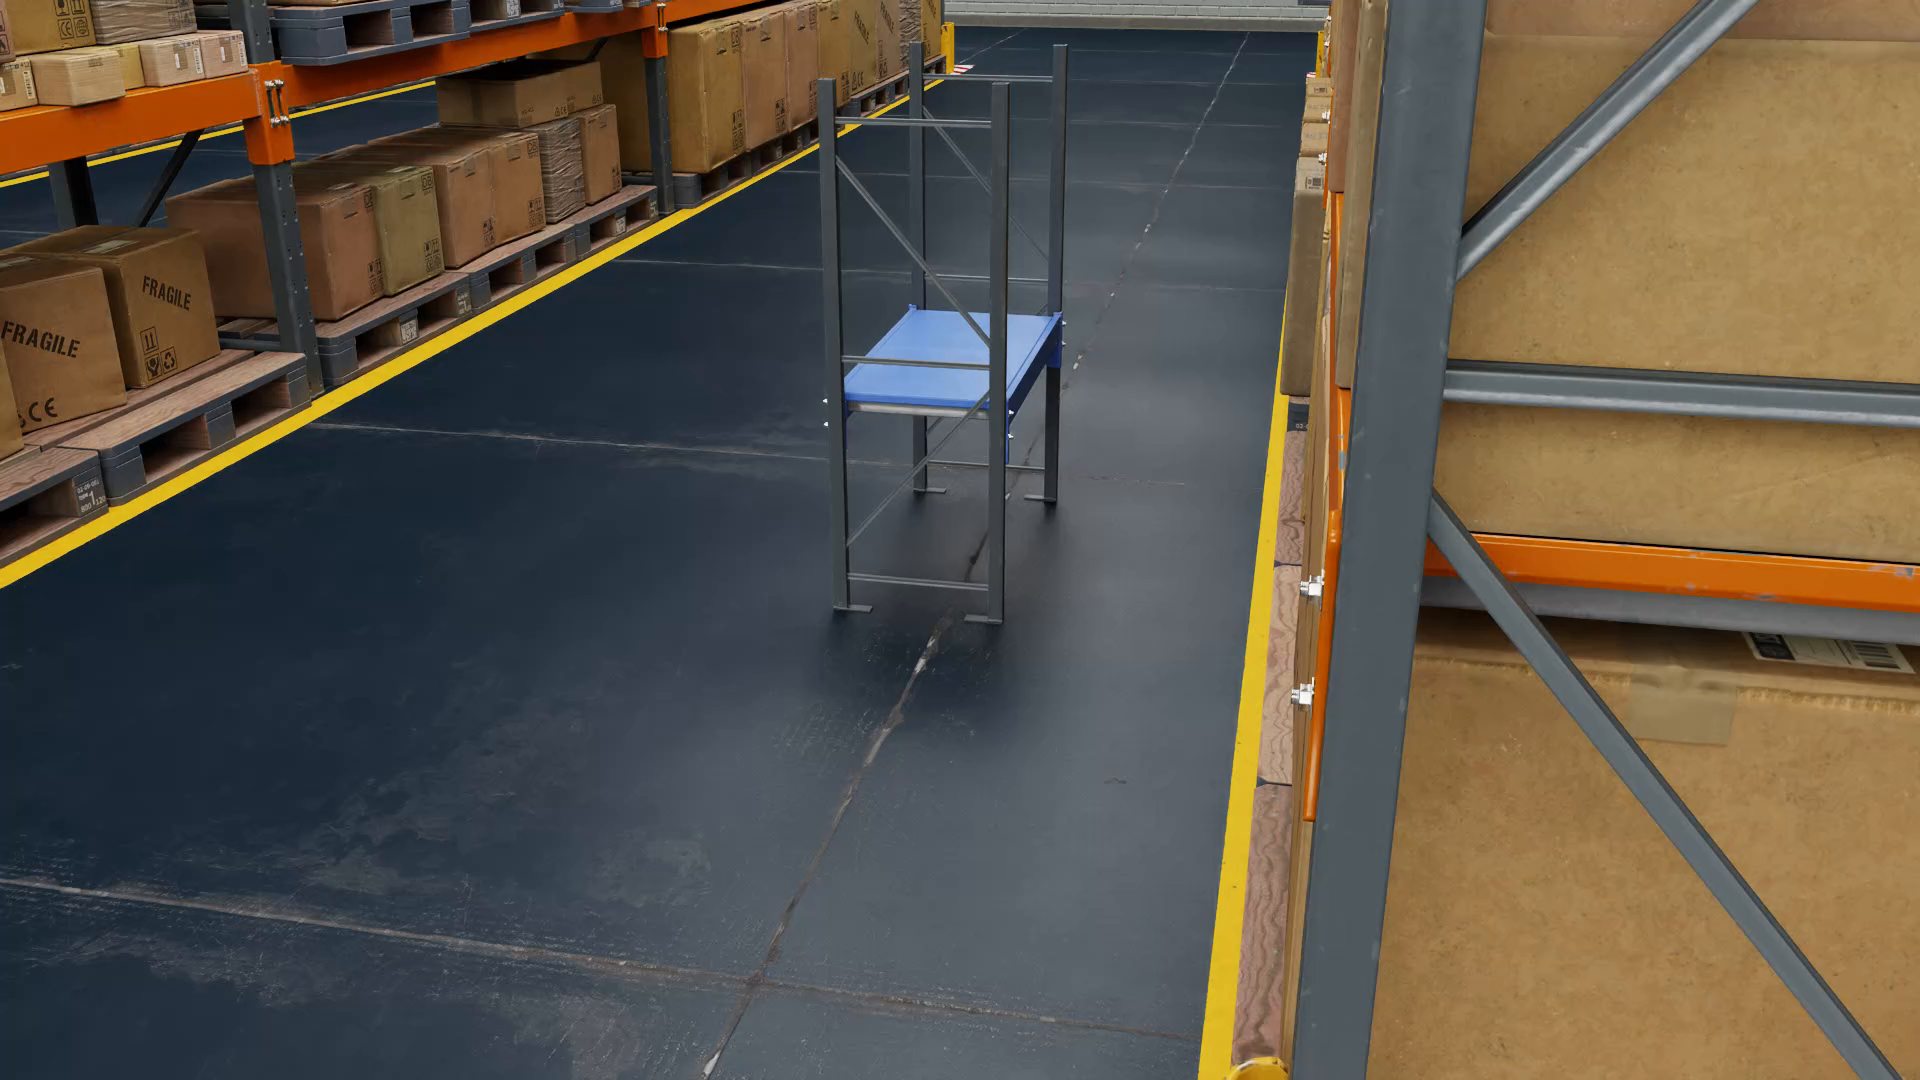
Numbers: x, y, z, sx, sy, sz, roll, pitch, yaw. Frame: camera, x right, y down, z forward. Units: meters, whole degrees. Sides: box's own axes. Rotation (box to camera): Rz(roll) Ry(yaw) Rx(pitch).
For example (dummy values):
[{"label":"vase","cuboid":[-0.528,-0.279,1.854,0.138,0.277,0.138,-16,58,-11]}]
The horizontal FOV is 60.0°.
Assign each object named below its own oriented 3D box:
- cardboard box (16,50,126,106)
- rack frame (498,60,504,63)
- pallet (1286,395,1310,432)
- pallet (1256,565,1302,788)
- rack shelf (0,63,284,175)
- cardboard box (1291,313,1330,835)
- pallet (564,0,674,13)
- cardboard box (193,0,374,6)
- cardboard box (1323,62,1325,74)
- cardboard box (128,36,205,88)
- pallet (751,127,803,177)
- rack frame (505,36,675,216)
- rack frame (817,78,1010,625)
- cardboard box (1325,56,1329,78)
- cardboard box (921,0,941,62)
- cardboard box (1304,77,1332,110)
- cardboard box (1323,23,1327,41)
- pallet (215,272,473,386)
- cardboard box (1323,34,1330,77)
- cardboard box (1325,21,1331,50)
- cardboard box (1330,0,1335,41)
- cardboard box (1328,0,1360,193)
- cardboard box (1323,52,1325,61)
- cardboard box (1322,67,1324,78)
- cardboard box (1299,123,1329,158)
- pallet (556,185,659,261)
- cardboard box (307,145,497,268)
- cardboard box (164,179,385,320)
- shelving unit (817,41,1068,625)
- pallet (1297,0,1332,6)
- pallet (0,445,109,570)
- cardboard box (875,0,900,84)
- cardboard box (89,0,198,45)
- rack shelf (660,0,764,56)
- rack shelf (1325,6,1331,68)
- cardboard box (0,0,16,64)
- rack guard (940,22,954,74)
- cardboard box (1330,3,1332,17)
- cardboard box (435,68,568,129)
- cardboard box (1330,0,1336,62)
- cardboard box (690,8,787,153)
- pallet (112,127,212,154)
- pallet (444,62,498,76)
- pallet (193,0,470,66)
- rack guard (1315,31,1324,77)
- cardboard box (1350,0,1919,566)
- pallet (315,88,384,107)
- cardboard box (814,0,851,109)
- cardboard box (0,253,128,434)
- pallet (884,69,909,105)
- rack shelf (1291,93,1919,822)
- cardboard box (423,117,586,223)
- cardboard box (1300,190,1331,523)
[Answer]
[{"label":"cardboard box","cuboid":[-2.981,-1.512,5.428,0.380,0.149,0.250,4,22,11]},{"label":"rack frame","cuboid":[-5.513,-6.773,18.155,1.000,3.000,0.127,4,22,11]},{"label":"pallet","cuboid":[1.806,-0.586,6.526,1.003,0.211,1.213,4,22,11]},{"label":"pallet","cuboid":[1.244,0.422,4.024,1.003,0.211,1.213,4,22,11]},{"label":"rack shelf","cuboid":[-3.521,-0.942,4.639,1.077,0.370,4.000,4,22,11]},{"label":"cardboard box","cuboid":[1.157,0.087,3.404,0.875,0.875,0.875,4,22,10]},{"label":"pallet","cuboid":[-2.338,-3.112,9.322,1.213,0.211,1.003,4,22,11]},{"label":"cardboard box","cuboid":[-2.813,-2.760,6.825,1.000,1.000,1.000,5,22,11]},{"label":"cardboard box","cuboid":[2.944,-3.303,12.323,0.500,0.500,0.500,5,23,13]},{"label":"cardboard box","cuboid":[-2.929,-1.698,5.892,0.380,0.149,0.250,4,22,11]},{"label":"pallet","cuboid":[-1.811,-2.904,12.280,1.003,0.211,1.213,4,22,11]},{"label":"rack frame","cuboid":[-2.296,-3.470,9.953,1.000,3.000,0.127,4,22,11]},{"label":"rack frame","cuboid":[-0.121,-0.479,4.534,0.500,1.500,0.032,4,22,11]},{"label":"cardboard box","cuboid":[2.422,-2.708,9.842,0.500,0.250,0.500,4,22,10]},{"label":"cardboard box","cuboid":[-0.716,-5.364,16.940,0.875,0.875,0.875,4,22,11]},{"label":"cardboard box","cuboid":[2.326,-1.990,8.729,1.050,0.750,0.750,4,22,10]},{"label":"cardboard box","cuboid":[3.616,-4.771,15.641,0.380,0.149,0.250,4,22,11]},{"label":"pallet","cuboid":[-2.955,-0.998,7.549,1.003,0.211,1.213,4,22,11]},{"label":"cardboard box","cuboid":[2.731,-3.269,11.236,0.500,0.250,0.500,5,23,13]},{"label":"cardboard box","cuboid":[2.945,-3.650,12.182,0.500,0.250,0.500,3,22,9]},{"label":"cardboard box","cuboid":[1.875,-2.405,7.175,0.500,0.500,0.500,4,22,10]},{"label":"cardboard box","cuboid":[1.343,-1.134,3.953,0.875,0.550,0.550,4,22,11]},{"label":"cardboard box","cuboid":[3.580,-4.541,15.469,0.380,0.149,0.250,5,23,13]},{"label":"cardboard box","cuboid":[3.151,-3.767,13.548,0.380,0.149,0.250,3,22,8]},{"label":"cardboard box","cuboid":[1.962,-1.329,7.088,1.050,0.750,0.750,4,22,11]},{"label":"pallet","cuboid":[-2.457,-1.890,9.765,1.003,0.211,1.213,4,22,11]},{"label":"cardboard box","cuboid":[-2.737,-1.652,8.197,0.700,0.500,0.500,3,22,6]},{"label":"cardboard box","cuboid":[-2.966,-1.274,7.259,0.700,0.500,0.500,3,22,7]},{"label":"shelving unit","cuboid":[-0.017,-0.664,4.996,0.538,1.500,1.048,4,22,11]},{"label":"pallet","cuboid":[2.580,-3.234,9.626,1.213,0.211,1.003,4,22,11]},{"label":"pallet","cuboid":[-3.462,-0.017,5.114,1.003,0.211,1.213,4,22,11]},{"label":"cardboard box","cuboid":[-1.084,-4.706,15.306,0.875,0.875,0.875,4,22,11]},{"label":"cardboard box","cuboid":[-3.265,-2.031,5.850,0.875,0.500,0.500,4,22,11]},{"label":"rack shelf","cuboid":[-1.888,-3.867,11.904,1.077,0.370,4.000,4,22,11]},{"label":"rack shelf","cuboid":[2.947,-3.452,10.873,1.077,0.370,4.000,4,22,11]},{"label":"cardboard box","cuboid":[-3.405,-1.660,4.929,0.875,0.500,0.500,4,22,11]},{"label":"rack guard","cuboid":[-0.659,-5.245,17.707,1.175,0.500,0.348,4,22,11]},{"label":"cardboard box","cuboid":[2.183,-2.957,8.547,0.500,0.500,0.500,5,22,12]},{"label":"cardboard box","cuboid":[-2.502,-2.420,9.100,0.500,0.250,0.500,7,23,17]},{"label":"cardboard box","cuboid":[1.670,-2.034,6.255,0.500,0.500,0.500,4,22,10]},{"label":"cardboard box","cuboid":[-1.946,-3.255,11.703,1.225,0.875,0.875,5,22,11]},{"label":"pallet","cuboid":[-6.774,-3.290,13.240,1.003,0.211,1.213,4,22,11]},{"label":"pallet","cuboid":[-5.719,-5.181,17.935,1.003,0.211,1.213,4,22,11]},{"label":"pallet","cuboid":[-2.814,-2.186,7.023,1.003,0.211,1.213,4,22,11]},{"label":"rack guard","cuboid":[4.155,-4.793,16.585,1.175,0.500,0.348,4,22,11]},{"label":"cardboard box","cuboid":[0.938,-0.337,1.976,0.875,0.550,0.550,4,22,11]},{"label":"pallet","cuboid":[-6.217,-4.288,15.719,1.003,0.211,1.213,4,22,11]},{"label":"cardboard box","cuboid":[-1.591,-3.906,13.319,1.225,0.875,0.875,5,22,11]},{"label":"cardboard box","cuboid":[-3.343,-0.689,5.832,0.500,0.500,0.500,12,25,28]},{"label":"pallet","cuboid":[-1.002,-4.359,15.893,1.003,0.211,1.213,4,22,11]},{"label":"rack shelf","cuboid":[1.314,-0.526,3.609,1.077,0.370,4.000,4,22,11]},{"label":"cardboard box","cuboid":[-2.514,-2.064,9.220,0.700,0.500,0.500,3,22,6]},{"label":"cardboard box","cuboid":[1.526,-0.576,5.051,0.875,0.875,0.875,5,22,12]}]
